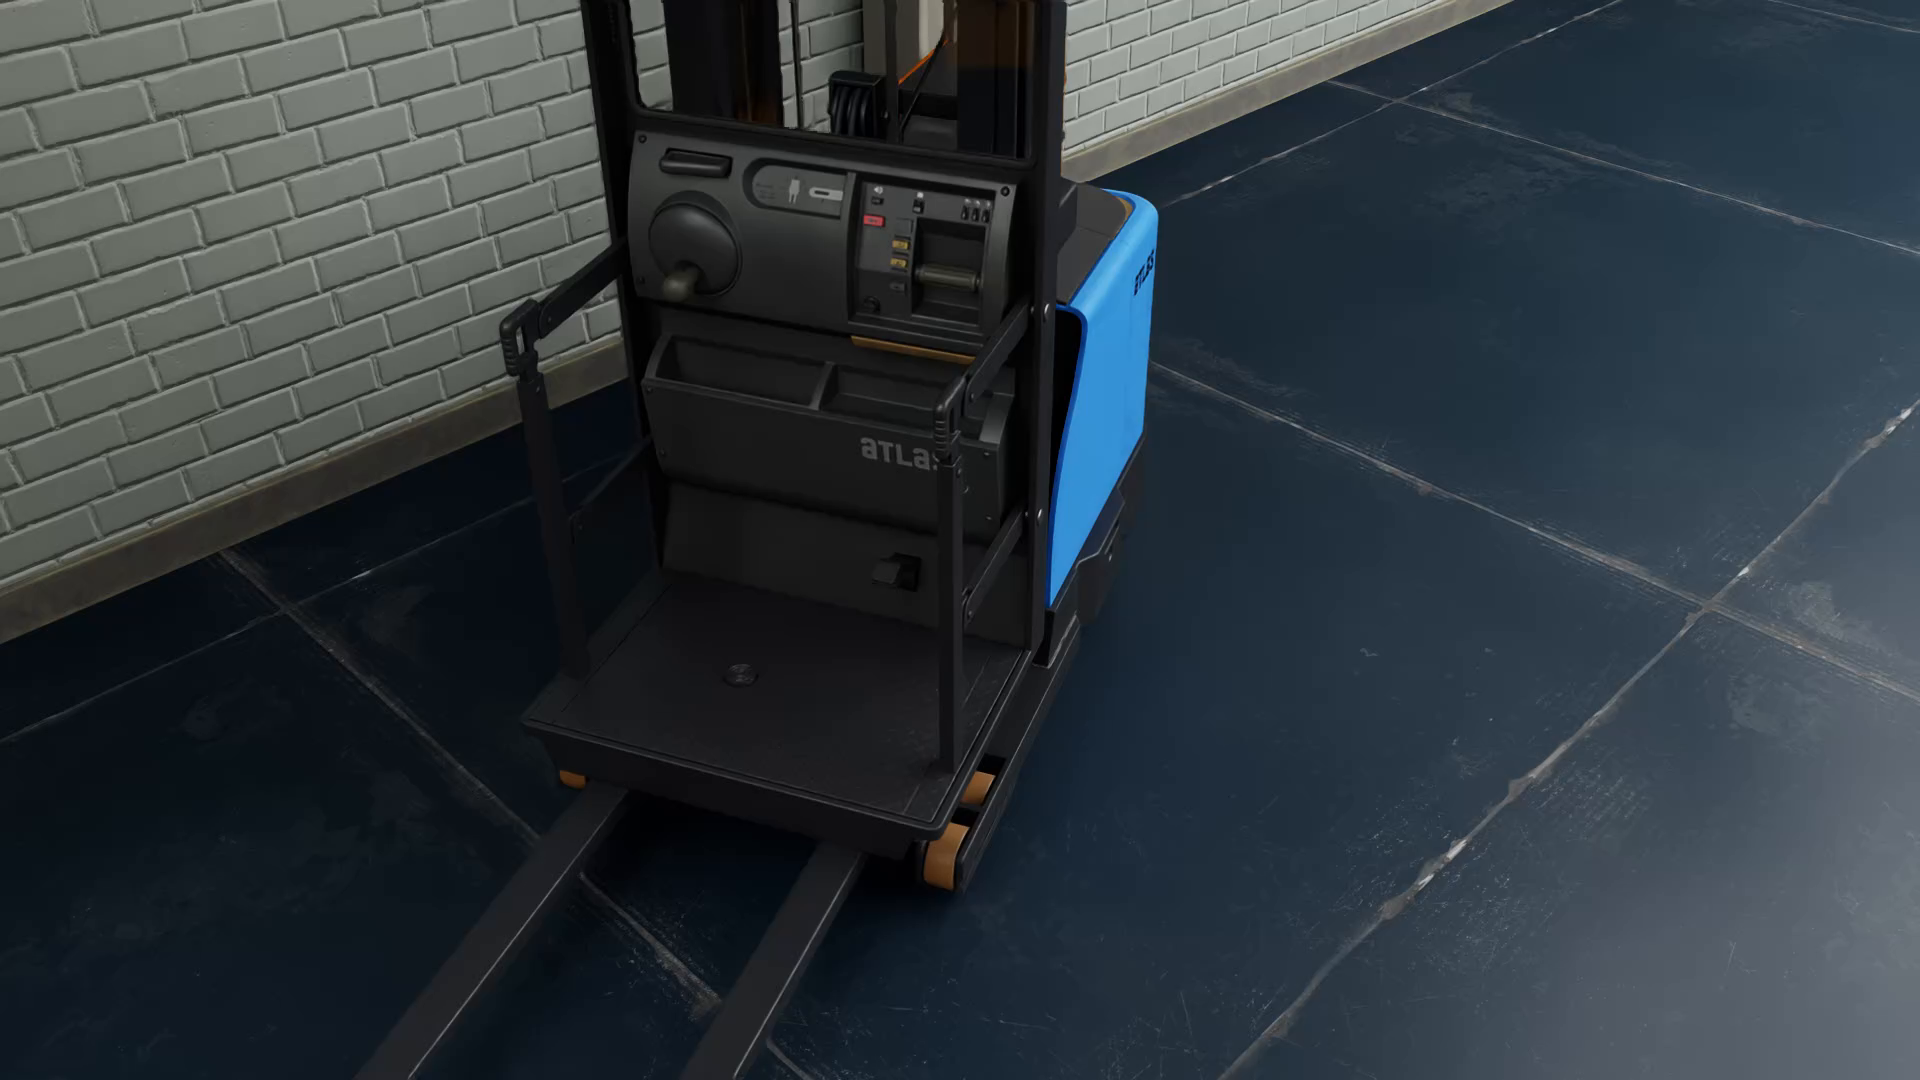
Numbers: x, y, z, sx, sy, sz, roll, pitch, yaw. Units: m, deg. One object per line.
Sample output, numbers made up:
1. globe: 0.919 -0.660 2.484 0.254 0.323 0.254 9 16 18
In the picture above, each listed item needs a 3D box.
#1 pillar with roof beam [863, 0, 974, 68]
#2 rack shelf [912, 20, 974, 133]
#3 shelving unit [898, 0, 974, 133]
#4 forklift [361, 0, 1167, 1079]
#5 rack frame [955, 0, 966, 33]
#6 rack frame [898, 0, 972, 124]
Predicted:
1. pillar with roof beam: 2.936 -3.092 1.818 9.100 9.000 0.400 30 45 35
2. rack shelf: 0.090 -1.314 5.322 0.431 0.518 0.480 12 37 16
3. shelving unit: 0.090 -1.325 5.314 0.431 2.100 0.503 12 37 16
4. forklift: -0.361 -0.676 3.657 1.130 2.935 3.031 12 37 16
5. rack frame: 0.174 -1.456 5.502 0.400 2.100 0.015 12 37 16
6. rack frame: 0.007 -1.194 5.126 0.400 2.100 0.015 12 37 16
